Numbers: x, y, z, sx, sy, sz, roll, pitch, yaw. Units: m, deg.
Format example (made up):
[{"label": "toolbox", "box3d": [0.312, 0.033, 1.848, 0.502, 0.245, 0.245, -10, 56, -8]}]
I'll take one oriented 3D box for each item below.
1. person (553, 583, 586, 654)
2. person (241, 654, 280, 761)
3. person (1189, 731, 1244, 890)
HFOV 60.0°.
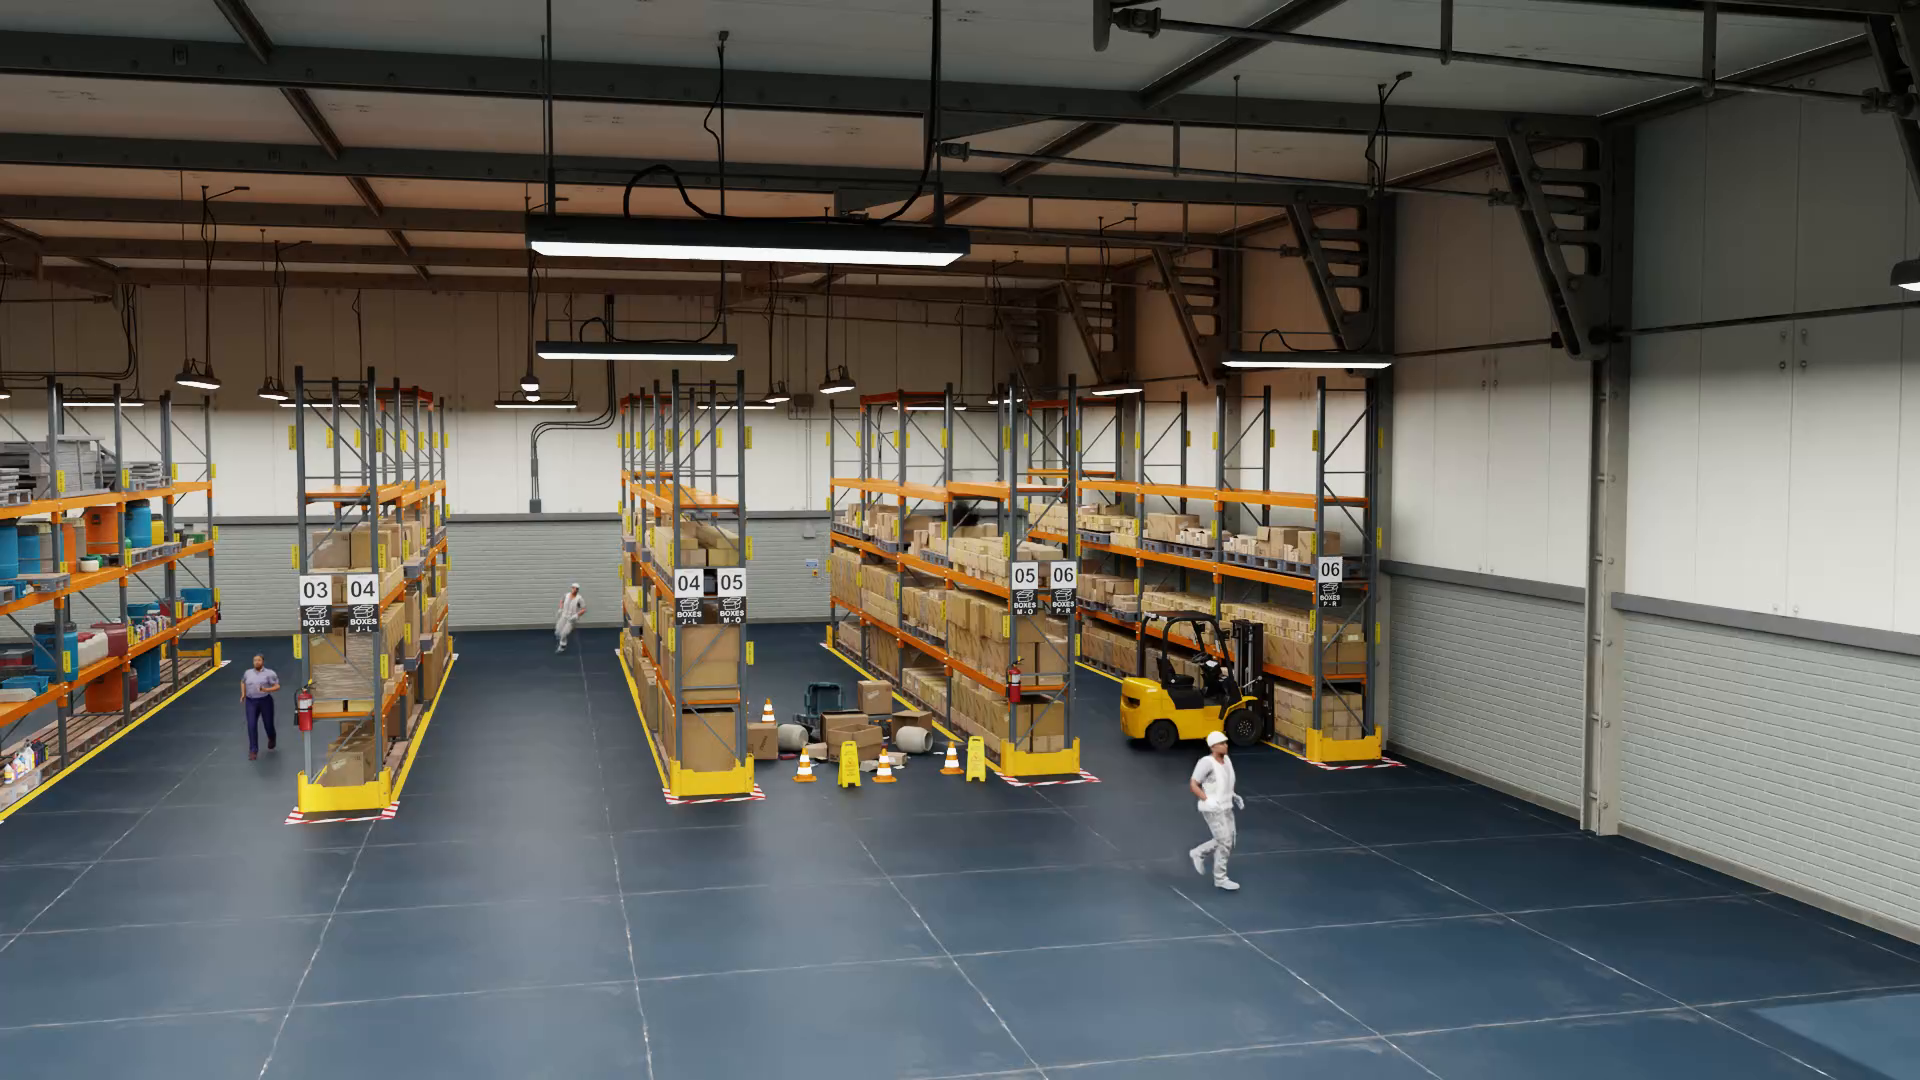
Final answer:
[{"label": "person", "box3d": [-9.187, 1.835, 39.025, 0.846, 1.681, 0.609, 1, 3, 11]}, {"label": "person", "box3d": [-11.063, 2.606, 26.263, 0.614, 1.624, 0.894, -1, 3, -13]}, {"label": "person", "box3d": [2.831, 3.009, 18.654, 0.696, 1.749, 0.705, 3, 4, 39]}]
